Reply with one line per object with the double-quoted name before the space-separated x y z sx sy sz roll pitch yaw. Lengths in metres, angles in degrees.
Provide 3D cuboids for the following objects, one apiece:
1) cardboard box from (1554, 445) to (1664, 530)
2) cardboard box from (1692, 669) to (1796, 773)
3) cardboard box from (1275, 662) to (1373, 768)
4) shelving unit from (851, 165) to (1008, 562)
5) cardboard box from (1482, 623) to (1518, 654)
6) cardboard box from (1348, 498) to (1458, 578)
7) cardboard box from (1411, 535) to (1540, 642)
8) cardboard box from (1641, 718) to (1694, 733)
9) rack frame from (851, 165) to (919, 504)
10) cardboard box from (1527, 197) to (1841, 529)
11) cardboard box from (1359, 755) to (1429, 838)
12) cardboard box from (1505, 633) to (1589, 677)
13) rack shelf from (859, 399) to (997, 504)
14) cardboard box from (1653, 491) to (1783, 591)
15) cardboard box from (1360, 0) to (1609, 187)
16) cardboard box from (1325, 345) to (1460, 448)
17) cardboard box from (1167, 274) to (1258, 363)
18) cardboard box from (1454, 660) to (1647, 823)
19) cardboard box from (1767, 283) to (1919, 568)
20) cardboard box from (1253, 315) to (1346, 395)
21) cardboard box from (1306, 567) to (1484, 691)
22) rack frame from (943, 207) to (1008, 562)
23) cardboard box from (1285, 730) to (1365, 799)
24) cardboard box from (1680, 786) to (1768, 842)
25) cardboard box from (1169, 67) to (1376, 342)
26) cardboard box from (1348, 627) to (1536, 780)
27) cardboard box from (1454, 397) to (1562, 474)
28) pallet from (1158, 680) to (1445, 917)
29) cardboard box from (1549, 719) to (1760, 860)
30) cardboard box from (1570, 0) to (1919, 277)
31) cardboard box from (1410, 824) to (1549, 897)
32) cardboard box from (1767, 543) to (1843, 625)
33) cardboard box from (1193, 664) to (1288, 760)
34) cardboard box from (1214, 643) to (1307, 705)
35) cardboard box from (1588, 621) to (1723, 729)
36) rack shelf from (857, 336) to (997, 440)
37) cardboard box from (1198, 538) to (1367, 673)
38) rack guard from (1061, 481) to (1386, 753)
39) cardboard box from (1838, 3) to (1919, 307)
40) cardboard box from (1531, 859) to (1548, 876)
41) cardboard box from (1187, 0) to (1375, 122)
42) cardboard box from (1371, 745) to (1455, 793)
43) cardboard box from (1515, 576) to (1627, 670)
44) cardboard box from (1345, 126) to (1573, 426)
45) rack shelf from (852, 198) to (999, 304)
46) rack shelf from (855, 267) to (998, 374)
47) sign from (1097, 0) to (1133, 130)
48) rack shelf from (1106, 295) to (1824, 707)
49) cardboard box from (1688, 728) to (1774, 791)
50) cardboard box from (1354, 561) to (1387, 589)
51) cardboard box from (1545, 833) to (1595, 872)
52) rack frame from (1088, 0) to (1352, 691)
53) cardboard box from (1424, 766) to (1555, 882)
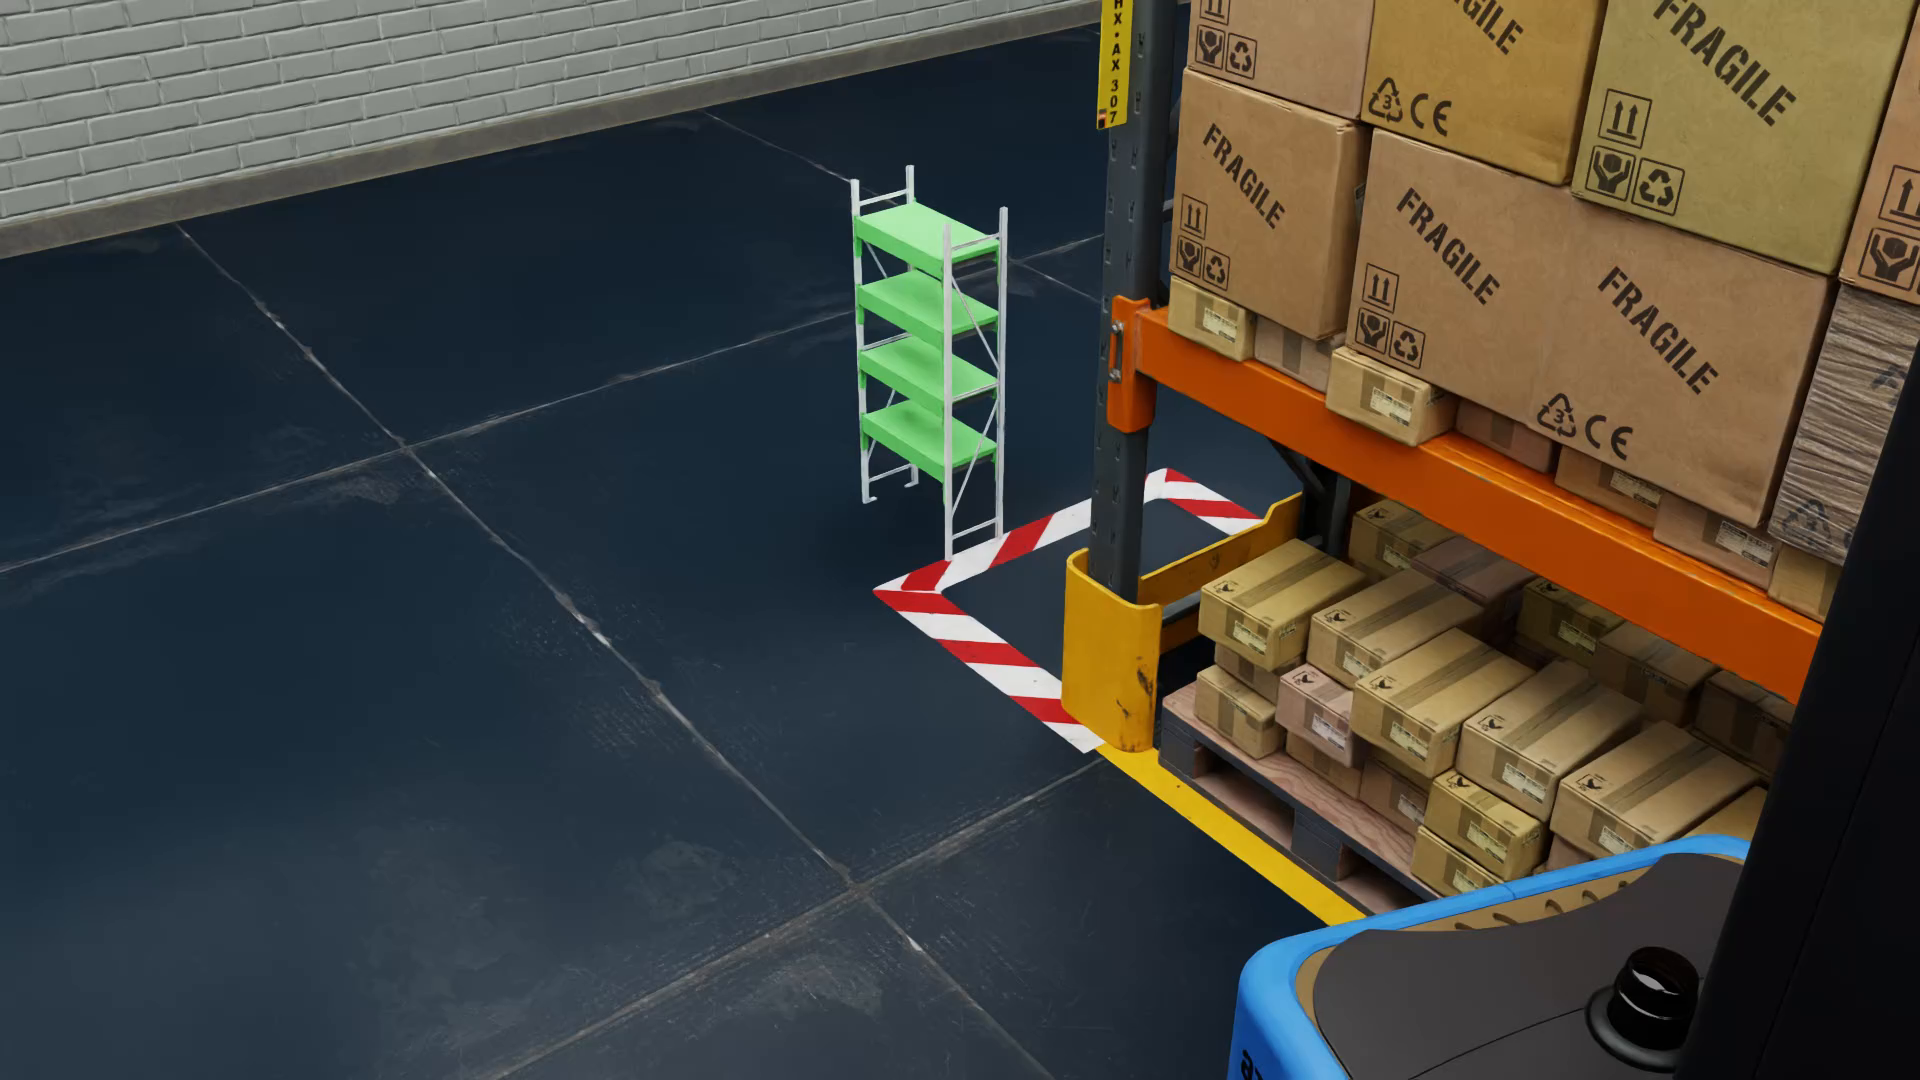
"cardboard box" 1.461 -0.187 3.446 0.380 0.149 0.250 -23 38 -32
"cardboard box" 2.006 0.389 4.020 0.380 0.149 0.250 -21 37 -30
"cardboard box" 1.037 0.398 4.288 0.380 0.149 0.250 -22 38 -32
"shelving unit" -0.102 -0.579 5.545 0.258 1.200 0.503 -22 38 -31
"cardboard box" 1.462 0.219 4.577 0.380 0.149 0.250 -23 39 -32
"cardboard box" 1.320 -0.023 4.684 0.380 0.149 0.250 -22 38 -31
"cardboard box" 1.429 0.100 4.486 0.380 0.149 0.250 -21 38 -30
"cardboard box" 1.748 0.454 4.199 0.380 0.149 0.250 -23 38 -32
"rack frame" -0.251 -0.680 5.708 0.240 1.200 0.015 -22 38 -31
"cardboard box" 1.491 -0.411 3.192 0.500 0.500 0.500 -22 38 -31
"cardboard box" 1.247 0.597 4.250 0.380 0.149 0.250 -22 38 -31
"cardboard box" 1.665 0.308 4.433 0.380 0.149 0.250 -24 39 -33
"rack shelf" -0.102 -0.321 5.705 0.258 0.148 0.480 -22 38 -31
"cardboard box" 1.590 -0.075 3.266 0.380 0.149 0.250 -23 39 -32
"cardboard box" 1.176 -1.054 3.280 0.500 0.500 0.500 -21 38 -30
"cardboard box" 1.047 -0.372 3.744 0.380 0.149 0.250 -23 39 -33
"cardboard box" 0.735 -0.594 4.101 0.380 0.149 0.250 -23 38 -32
"cardboard box" 1.383 0.466 3.898 0.380 0.149 0.250 -24 39 -34
"cardboard box" 1.809 -0.201 2.853 0.500 0.500 0.500 -23 39 -33
"cardboard box" 0.924 -0.501 3.952 0.380 0.149 0.250 -21 37 -30
"cardboard box" 1.113 0.242 4.257 0.380 0.149 0.250 -22 38 -31
"rack frame" 0.048 -0.477 5.381 0.240 1.200 0.015 -22 38 -31
"cardboard box" 1.089 0.495 4.413 0.380 0.149 0.250 -22 38 -32
"cardboard box" 1.671 0.709 3.506 0.380 0.149 0.250 -22 38 -31
"cardboard box" 0.853 -0.834 3.873 0.500 0.500 0.500 -20 37 -29
"cardboard box" 1.166 0.389 4.021 0.380 0.149 0.250 -22 38 -32
"cardboard box" 1.314 -0.308 3.641 0.380 0.149 0.250 -20 37 -29
"pallet" 1.312 0.625 4.544 1.003 0.211 1.213 -22 38 -31
"cardboard box" 1.546 0.584 3.707 0.380 0.149 0.250 -21 37 -30
"cardboard box" 1.477 -0.830 2.919 0.500 0.500 0.500 -23 39 -32
"cardboard box" 1.317 0.739 4.022 0.380 0.149 0.250 -22 38 -31
"cardboard box" 1.732 0.040 3.081 0.380 0.149 0.250 -21 37 -30
"cardboard box" 0.864 0.413 4.546 0.380 0.149 0.250 -21 38 -30
"cardboard box" 0.914 0.266 4.501 0.380 0.149 0.250 -21 37 -29
"cardboard box" 1.797 0.295 4.171 0.380 0.149 0.250 -24 39 -33
"rack shelf" -0.102 -0.524 5.578 0.258 0.148 0.480 -22 38 -31
"cardboard box" 0.848 0.166 4.379 0.380 0.149 0.250 -24 39 -33
"rack guard" 0.842 0.152 5.032 1.175 0.500 0.348 -22 38 -31
"cardboard box" 1.792 -0.619 2.579 0.500 0.500 0.500 -24 39 -33
"cardboard box" 1.549 0.814 3.900 0.380 0.149 0.250 -22 38 -31
"cardboard box" 0.861 -1.262 3.615 0.500 0.500 0.500 -23 38 -32
"cardboard box" 1.257 0.472 4.169 0.380 0.149 0.250 -22 38 -31
"cardboard box" 1.688 0.167 4.378 0.380 0.149 0.250 -23 39 -32
"cardboard box" 1.201 -0.619 3.527 0.500 0.500 0.500 -22 38 -31
"rack shelf" -0.102 -0.932 5.325 0.258 0.148 0.480 -22 38 -31
"rack shelf" -0.102 -0.728 5.452 0.258 0.148 0.480 -22 38 -31
"sign" 0.367 -1.134 3.912 0.100 0.325 0.005 -22 38 -31
"rack shelf" 2.022 0.197 3.271 1.077 0.370 4.000 -22 38 -31
"cardboard box" 1.992 0.520 4.092 0.380 0.149 0.250 -22 38 -31
"cardboard box" 1.345 0.092 4.781 0.380 0.149 0.250 -23 39 -33
"cardboard box" 1.567 0.694 3.812 0.380 0.149 0.250 -24 39 -34
"rack frame" 0.796 -0.942 4.423 1.000 3.000 0.127 -22 38 -31
"cardboard box" 1.329 0.614 3.941 0.380 0.149 0.250 -21 38 -30
